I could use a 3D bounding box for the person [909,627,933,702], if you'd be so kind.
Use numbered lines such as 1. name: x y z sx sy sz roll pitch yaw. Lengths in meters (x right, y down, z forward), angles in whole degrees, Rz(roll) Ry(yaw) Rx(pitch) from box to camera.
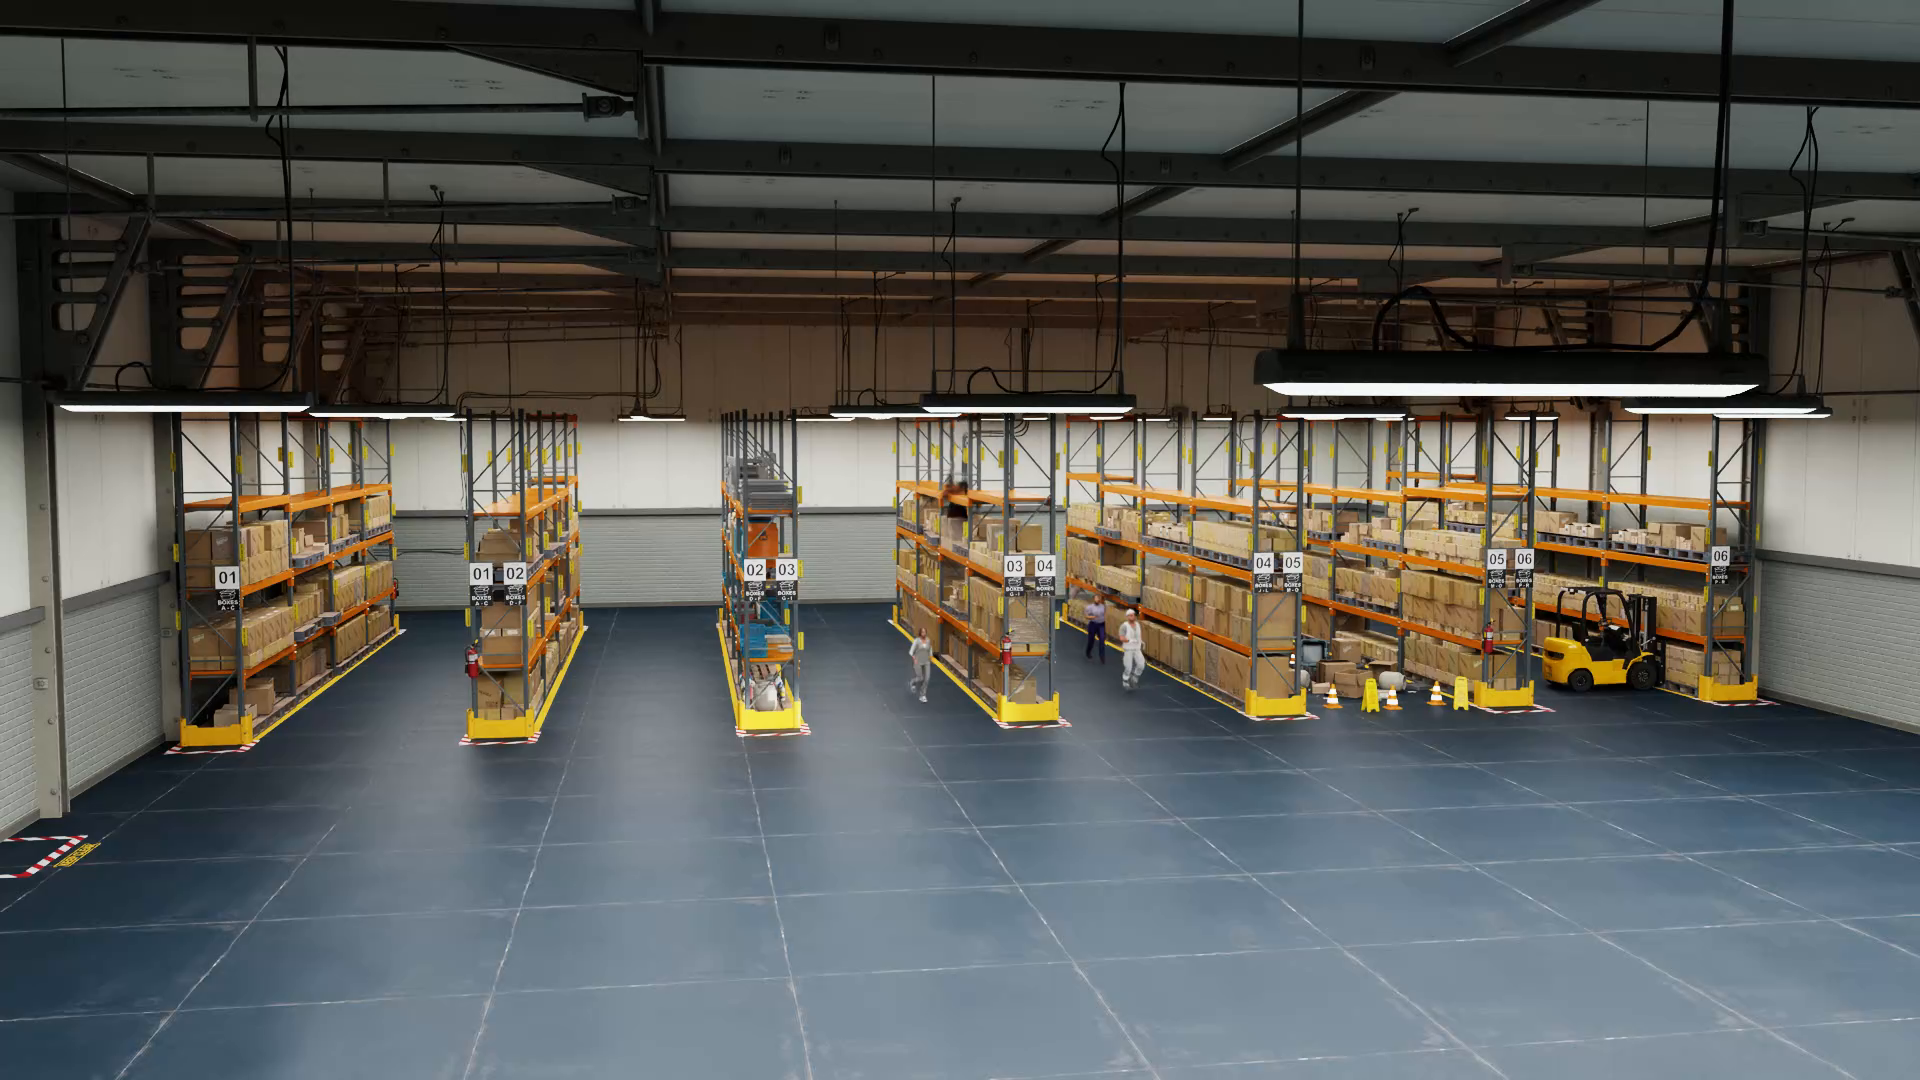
1. person: -0.810 2.556 34.419 0.522 1.554 0.592 -2 4 -24

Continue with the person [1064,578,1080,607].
1. person: 3.456 1.392 49.790 0.875 1.743 0.688 -2 4 -26

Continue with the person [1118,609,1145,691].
1. person: 3.693 2.351 35.473 0.640 1.750 0.661 -1 4 -20

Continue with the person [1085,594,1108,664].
1. person: 3.275 2.111 39.870 0.607 1.620 0.941 -1 4 -11
